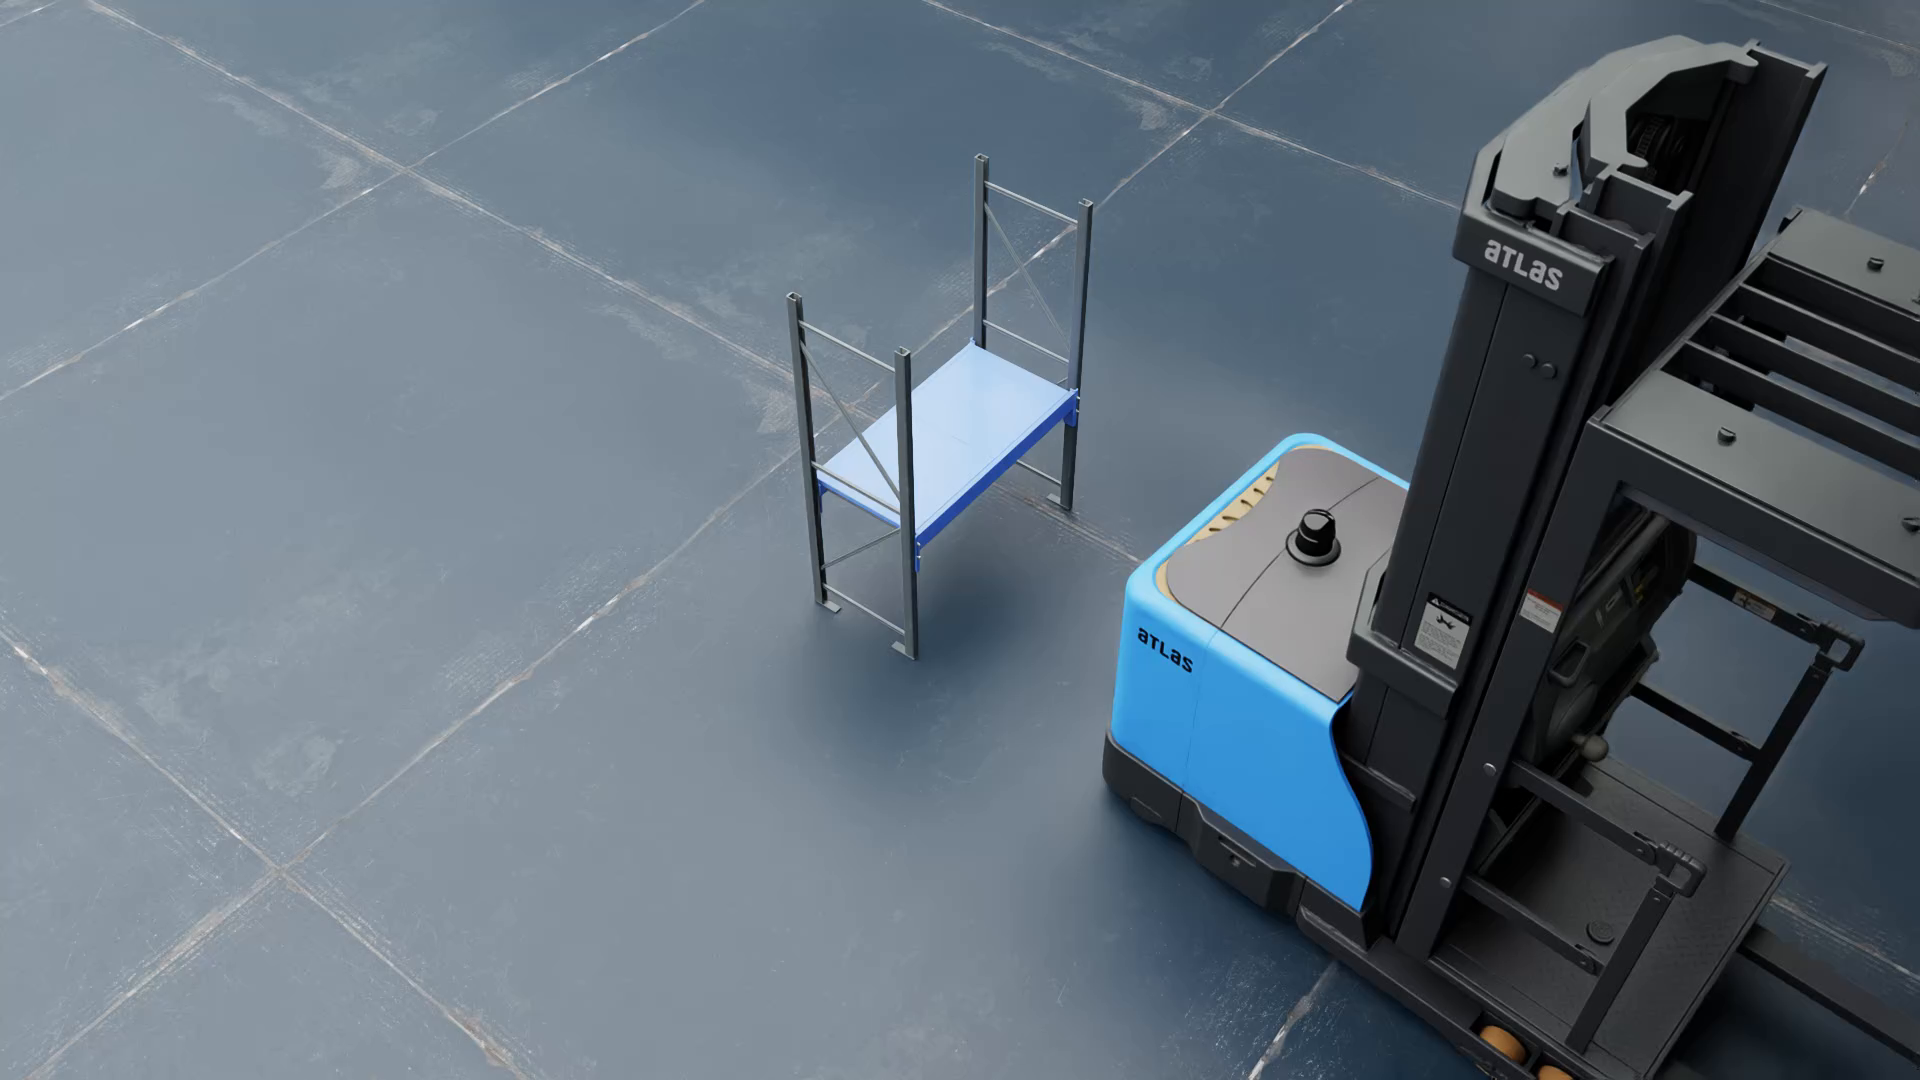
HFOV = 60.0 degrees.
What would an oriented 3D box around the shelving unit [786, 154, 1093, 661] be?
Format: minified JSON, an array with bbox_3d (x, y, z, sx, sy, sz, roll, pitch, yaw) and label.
[{"bbox_3d":[-0.052,-0.469,6.161,0.538,1.500,1.048,29,53,25],"label":"shelving unit"}]

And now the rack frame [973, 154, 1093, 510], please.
[{"bbox_3d":[0.259,-0.760,6.439,0.500,1.500,0.032,29,53,25],"label":"rack frame"}]

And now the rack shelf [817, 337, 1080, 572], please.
[{"bbox_3d":[-0.052,-0.345,6.291,0.538,0.185,1.000,29,53,25],"label":"rack shelf"}]

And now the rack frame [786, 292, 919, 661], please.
[{"bbox_3d":[-0.363,-0.178,5.883,0.500,1.500,0.032,29,53,25],"label":"rack frame"}]

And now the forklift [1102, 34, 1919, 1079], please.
[{"bbox_3d":[1.930,0.315,4.422,3.031,2.935,1.130,33,55,28],"label":"forklift"}]
